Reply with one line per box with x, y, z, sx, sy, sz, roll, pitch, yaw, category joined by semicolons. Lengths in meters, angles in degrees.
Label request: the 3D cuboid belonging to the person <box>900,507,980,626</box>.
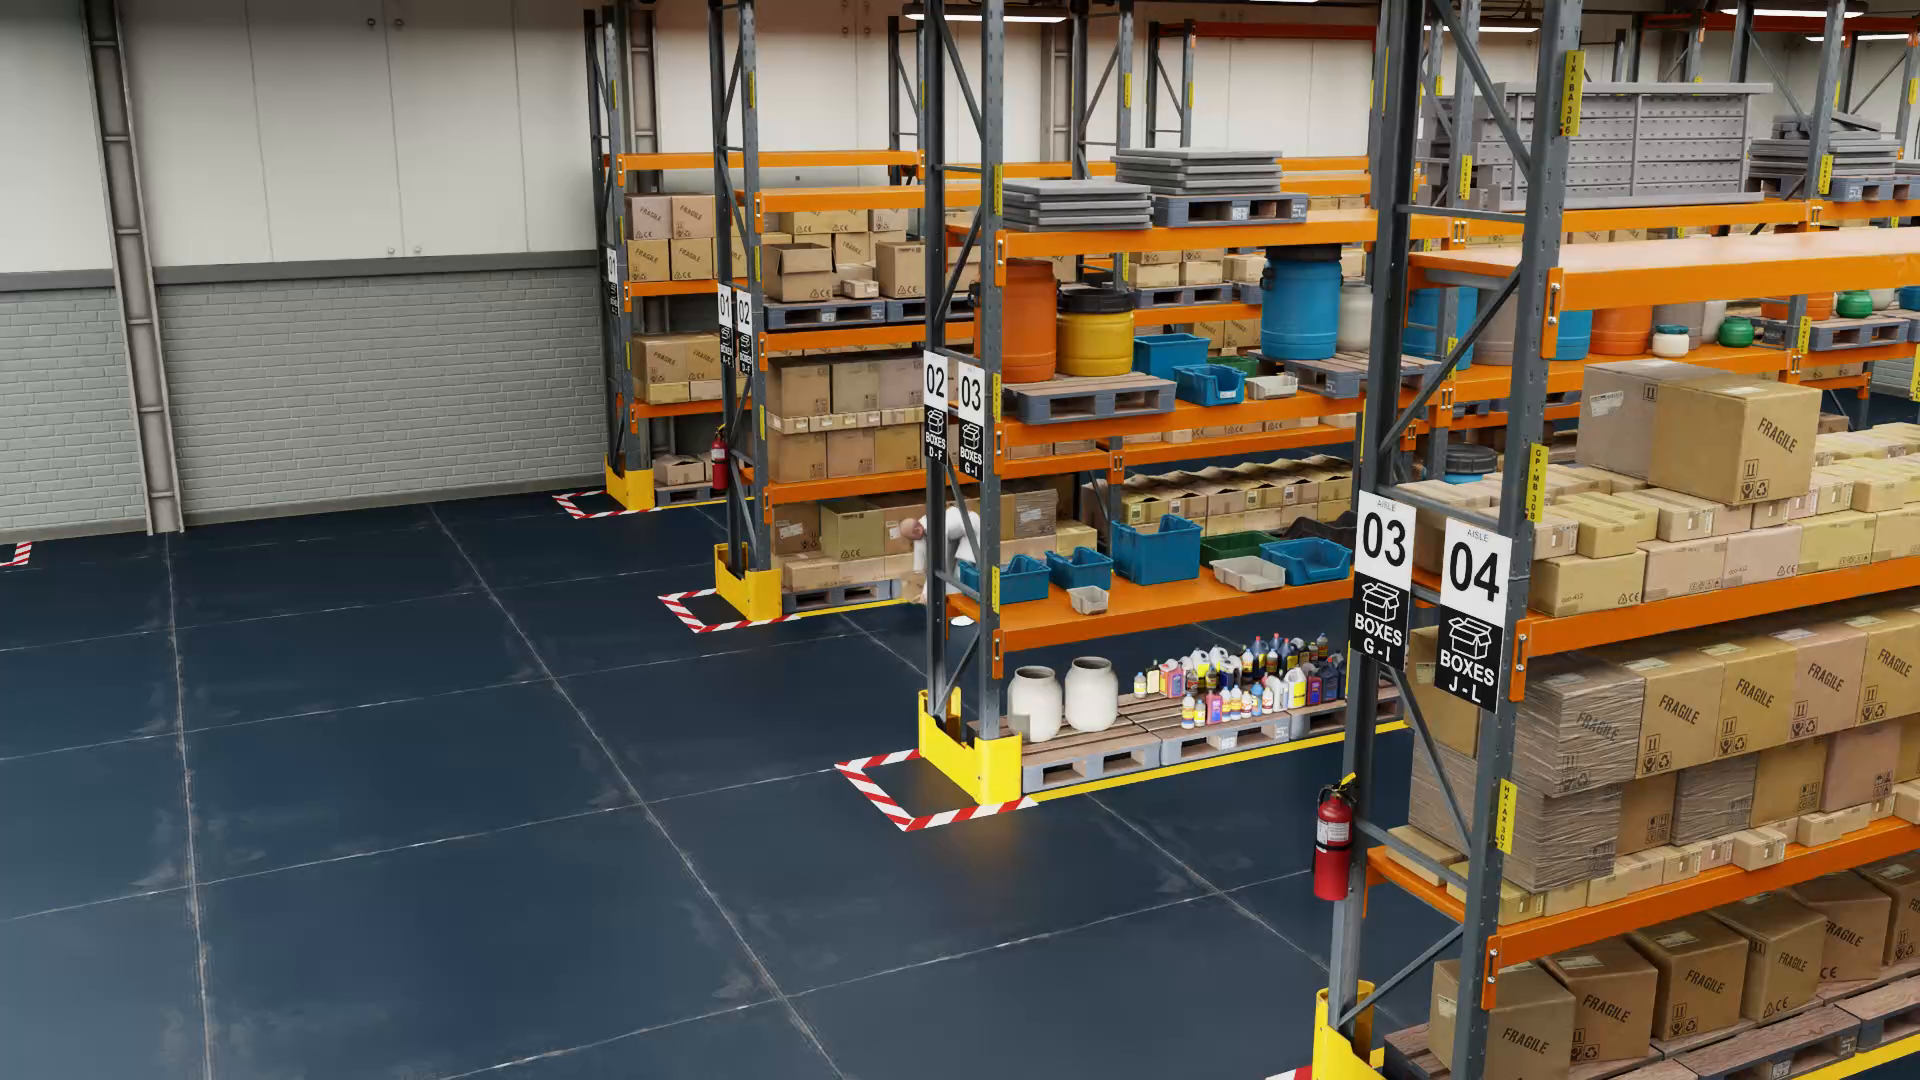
-0.166;0.262;16.167;0.948;1.139;0.568;-8;17;-27;person
